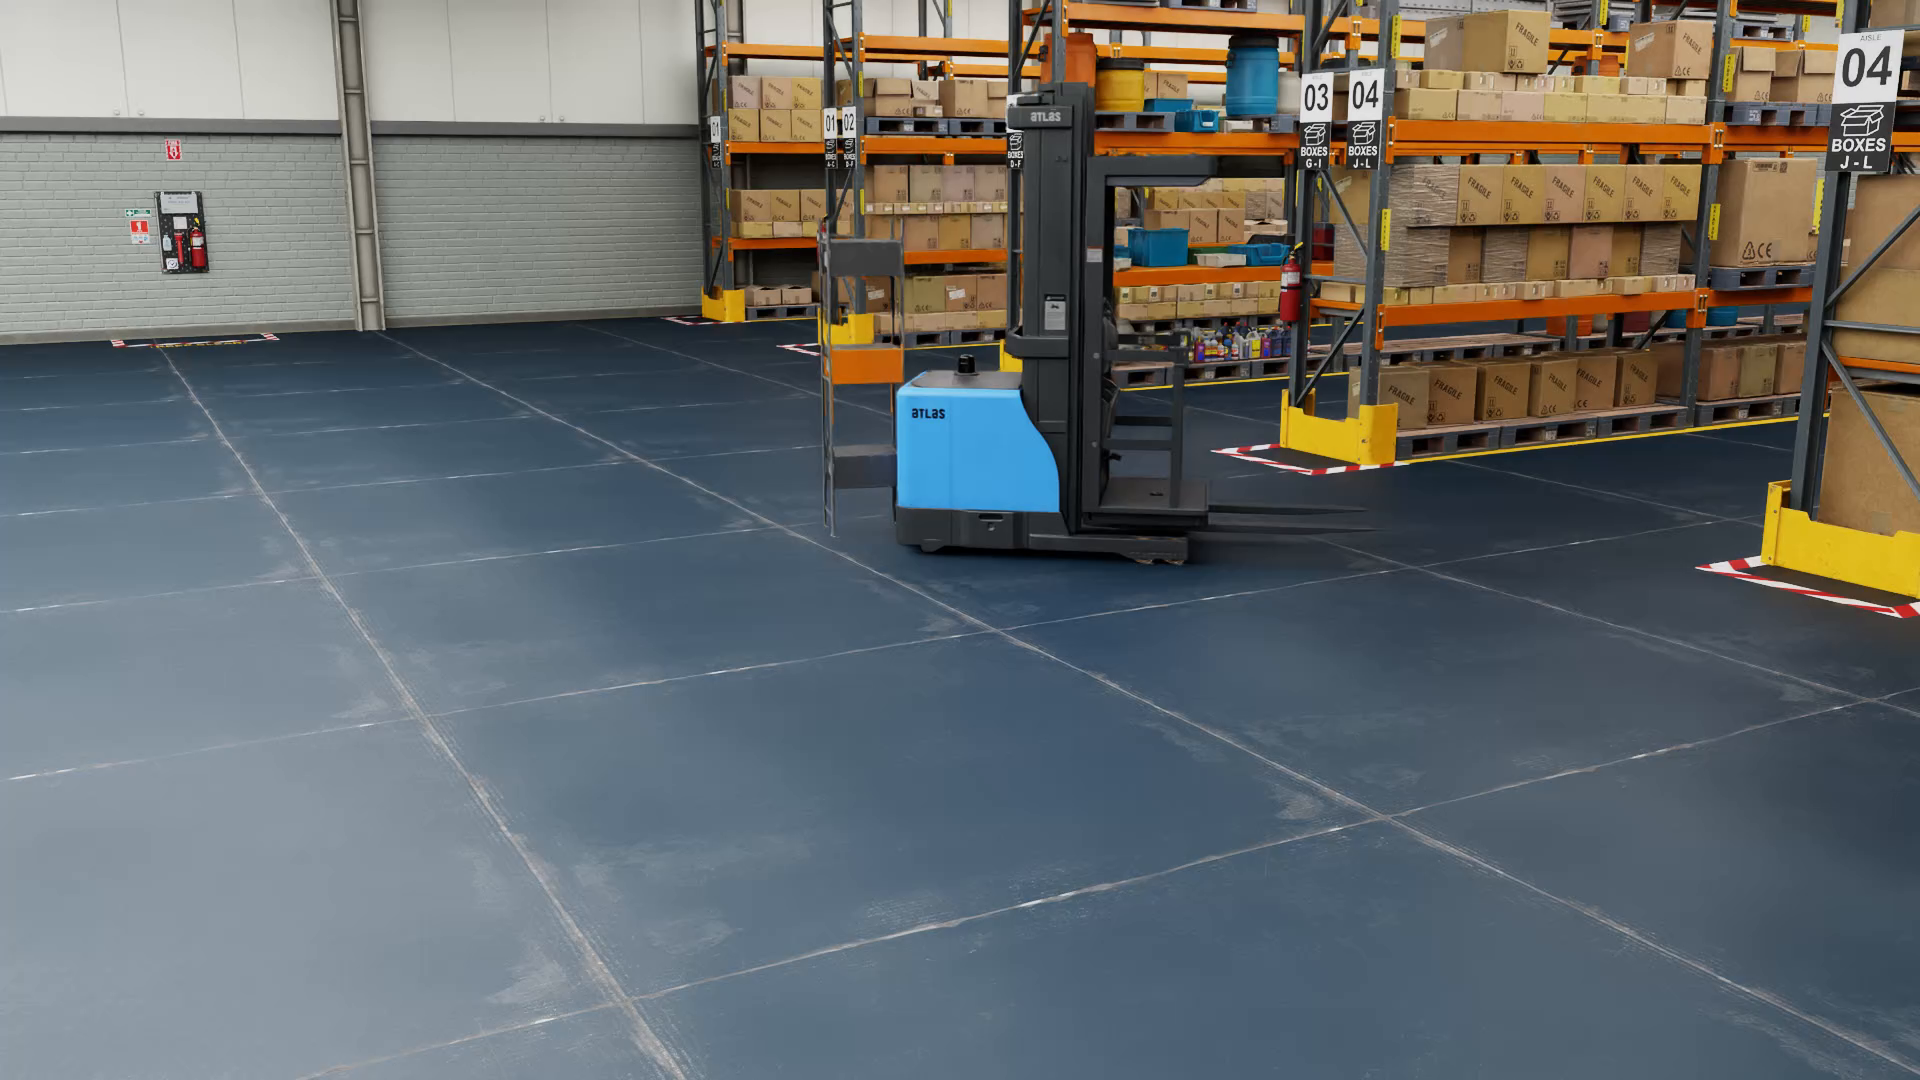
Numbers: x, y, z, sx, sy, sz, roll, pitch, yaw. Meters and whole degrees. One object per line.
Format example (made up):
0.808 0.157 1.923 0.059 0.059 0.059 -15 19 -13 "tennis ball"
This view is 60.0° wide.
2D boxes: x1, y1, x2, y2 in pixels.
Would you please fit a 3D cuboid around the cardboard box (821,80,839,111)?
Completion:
-2.313 -7.330 27.465 0.500 0.500 0.500 -7 14 -28 "cardboard box"

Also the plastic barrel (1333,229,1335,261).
4.814 -3.804 20.040 0.708 0.901 0.600 -7 14 -28 "plastic barrel"

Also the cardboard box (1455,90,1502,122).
4.189 -3.649 14.000 0.500 0.250 0.500 -7 15 -29 "cardboard box"

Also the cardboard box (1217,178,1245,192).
4.970 -6.640 31.124 0.500 0.250 0.500 -7 15 -29 "cardboard box"

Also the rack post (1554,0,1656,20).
8.457 -6.972 21.767 0.937 0.300 0.954 -7 14 -28 "rack post"

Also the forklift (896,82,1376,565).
1.147 -1.399 10.648 3.031 2.935 1.130 2 13 8 "forklift"

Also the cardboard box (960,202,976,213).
0.026 -4.613 23.068 0.250 0.149 0.380 -7 14 -29 "cardboard box"

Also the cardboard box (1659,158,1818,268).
7.468 -3.177 16.072 1.000 1.000 1.000 -7 14 -27 "cardboard box"

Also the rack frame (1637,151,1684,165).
12.493 -5.795 30.027 0.127 3.000 1.000 -7 14 -28 "rack frame"

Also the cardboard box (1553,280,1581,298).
5.332 -2.266 14.919 0.250 0.149 0.380 -7 14 -28 "cardboard box"

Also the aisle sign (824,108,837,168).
-1.749 -5.430 22.483 0.004 0.787 0.394 -7 14 -28 "aisle sign"

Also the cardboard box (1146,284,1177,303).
2.884 -3.717 24.821 0.500 0.311 0.500 -7 14 -29 "cardboard box"

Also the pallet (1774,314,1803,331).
13.051 -3.273 25.171 1.213 0.211 1.003 -7 14 -28 "pallet"

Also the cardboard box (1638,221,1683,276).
6.279 -2.782 15.732 0.500 0.500 0.875 -7 14 -28 "cardboard box"

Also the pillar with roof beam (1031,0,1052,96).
3.601 -8.035 26.315 0.400 9.000 9.100 -7 14 -28 "pillar with roof beam"

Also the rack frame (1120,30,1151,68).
3.094 -8.834 29.869 0.127 3.000 1.000 -7 14 -28 "rack frame"

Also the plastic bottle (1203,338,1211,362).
2.861 -2.207 19.296 0.097 0.271 0.097 0 13 0 "plastic bottle"

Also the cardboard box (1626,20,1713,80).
6.431 -4.428 15.076 0.500 0.500 0.500 -7 15 -30 "cardboard box"

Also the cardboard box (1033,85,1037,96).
1.392 -6.316 24.006 0.500 0.500 0.500 -6 14 -23 "cardboard box"

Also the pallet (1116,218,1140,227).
2.520 -5.719 30.124 1.003 0.211 1.213 -7 14 -28 "pallet"

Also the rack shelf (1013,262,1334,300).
2.575 -3.016 19.318 4.000 0.370 1.077 -7 14 -28 "rack shelf"

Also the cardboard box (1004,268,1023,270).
0.968 -3.719 24.402 0.500 0.500 0.500 -7 14 -28 "cardboard box"

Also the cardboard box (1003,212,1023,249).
0.672 -4.425 23.710 0.500 0.500 0.700 -7 14 -27 "cardboard box"

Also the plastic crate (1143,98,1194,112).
2.349 -4.871 19.126 0.575 0.384 0.392 -7 14 -28 "plastic crate"

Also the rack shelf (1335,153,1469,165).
8.361 -7.651 33.082 4.000 0.370 1.077 -7 14 -28 "rack shelf"

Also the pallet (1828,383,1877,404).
9.528 -1.602 17.745 1.213 0.211 1.003 -7 14 -28 "pallet"

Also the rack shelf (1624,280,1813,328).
8.459 -2.482 16.947 4.000 0.370 1.077 -7 14 -28 "rack shelf"

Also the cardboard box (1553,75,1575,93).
5.123 -3.967 14.506 0.250 0.149 0.380 -7 15 -30 "cardboard box"

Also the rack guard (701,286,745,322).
-3.861 -3.854 27.098 0.348 0.500 1.175 -7 14 -28 "rack guard"

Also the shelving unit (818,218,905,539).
-0.654 -1.089 11.165 0.503 2.100 0.431 -3 13 -12 "shelving unit"

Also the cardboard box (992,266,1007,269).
0.651 -4.627 29.527 0.500 0.500 0.700 -7 15 -29 "cardboard box"

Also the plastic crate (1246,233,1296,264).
3.810 -3.517 20.045 0.504 0.338 0.767 -7 14 -28 "plastic crate"

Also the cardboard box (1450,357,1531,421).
4.815 -1.382 15.154 0.500 0.500 0.500 -5 14 -23 "cardboard box"

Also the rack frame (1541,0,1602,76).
7.841 -6.925 21.385 0.127 3.000 1.000 -7 14 -28 "rack frame"

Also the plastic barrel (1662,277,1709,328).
10.245 -3.472 23.527 0.708 0.901 0.600 -7 14 -28 "plastic barrel"

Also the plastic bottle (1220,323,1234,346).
3.257 -2.475 20.306 0.185 0.351 0.144 -8 15 -30 "plastic bottle"

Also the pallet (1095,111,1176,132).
1.592 -4.596 18.299 1.213 0.211 1.003 -7 14 -28 "pallet"

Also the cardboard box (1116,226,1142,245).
2.371 -4.520 24.701 0.500 0.250 0.500 -6 14 -24 "cardboard box"

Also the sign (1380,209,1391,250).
3.453 -2.520 13.503 0.005 0.325 0.100 -7 14 -28 "sign"

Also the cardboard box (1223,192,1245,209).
4.997 -6.275 31.207 0.500 0.500 0.500 -6 14 -26 "cardboard box"

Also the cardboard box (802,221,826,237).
-2.448 -5.103 27.246 0.500 0.250 0.500 -7 15 -29 "cardboard box"

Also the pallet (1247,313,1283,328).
4.730 -3.514 26.242 1.213 0.211 1.003 -7 14 -28 "pallet"

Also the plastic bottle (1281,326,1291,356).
3.903 -2.377 19.869 0.185 0.351 0.144 -7 15 -29 "plastic bottle"

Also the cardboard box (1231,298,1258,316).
4.233 -3.607 25.612 0.500 0.250 0.500 -6 14 -27 "cardboard box"

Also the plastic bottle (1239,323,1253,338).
3.492 -2.467 20.271 0.185 0.351 0.144 -7 14 -28 "plastic bottle"

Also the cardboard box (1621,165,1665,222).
6.002 -3.152 15.098 0.500 0.500 0.500 -7 14 -28 "cardboard box"

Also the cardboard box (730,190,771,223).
-3.365 -5.361 26.685 0.500 0.500 0.500 -7 14 -28 "cardboard box"

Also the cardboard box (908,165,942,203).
-0.630 -4.902 22.877 0.500 0.500 0.700 -7 15 -29 "cardboard box"

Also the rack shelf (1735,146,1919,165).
13.108 -5.742 24.598 4.000 0.370 1.077 -7 14 -28 "rack shelf"

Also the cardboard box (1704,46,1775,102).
7.163 -4.372 15.681 0.637 0.503 0.797 -8 15 -31 "cardboard box"
